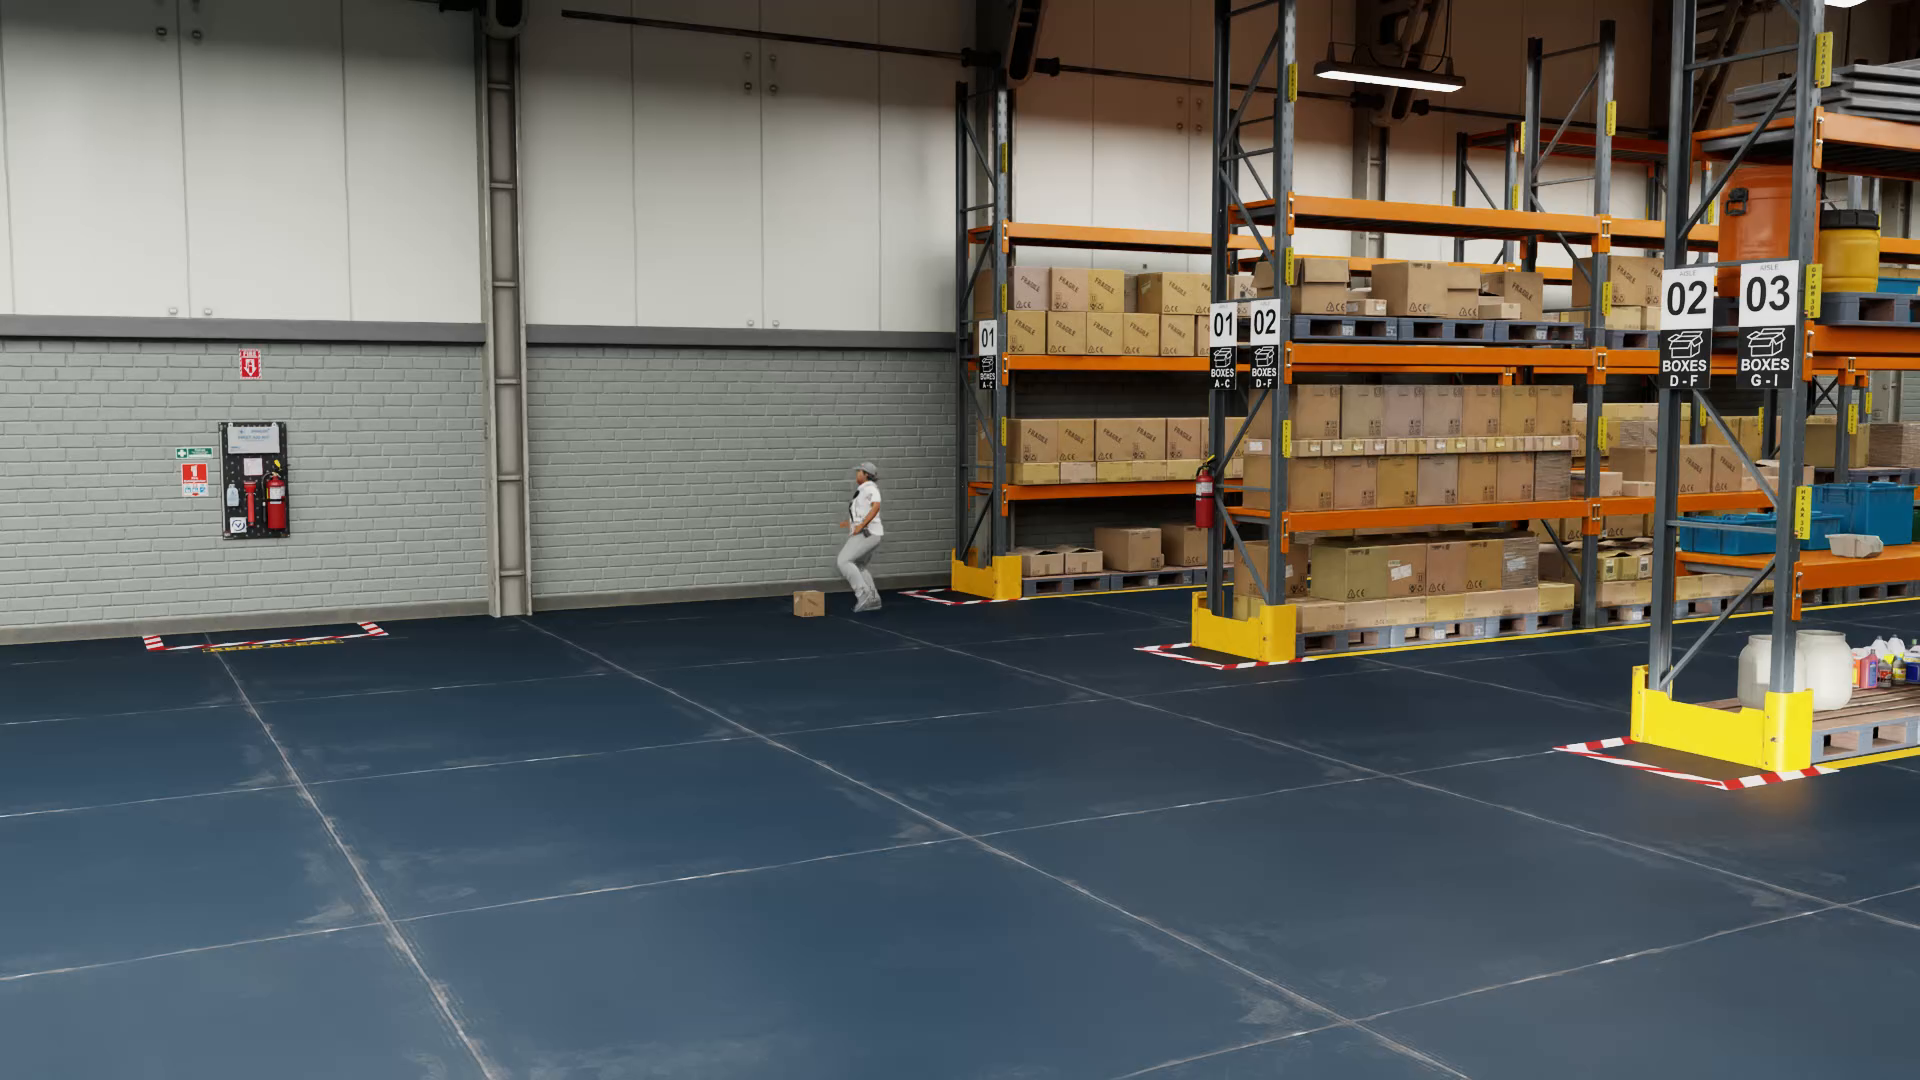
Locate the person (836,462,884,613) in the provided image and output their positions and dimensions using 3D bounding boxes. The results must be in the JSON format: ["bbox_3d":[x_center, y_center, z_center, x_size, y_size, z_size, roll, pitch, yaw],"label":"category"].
[{"bbox_3d":[-1.087,-0.027,17.966,0.533,1.633,0.781,-1,5,-9],"label":"person"}]
